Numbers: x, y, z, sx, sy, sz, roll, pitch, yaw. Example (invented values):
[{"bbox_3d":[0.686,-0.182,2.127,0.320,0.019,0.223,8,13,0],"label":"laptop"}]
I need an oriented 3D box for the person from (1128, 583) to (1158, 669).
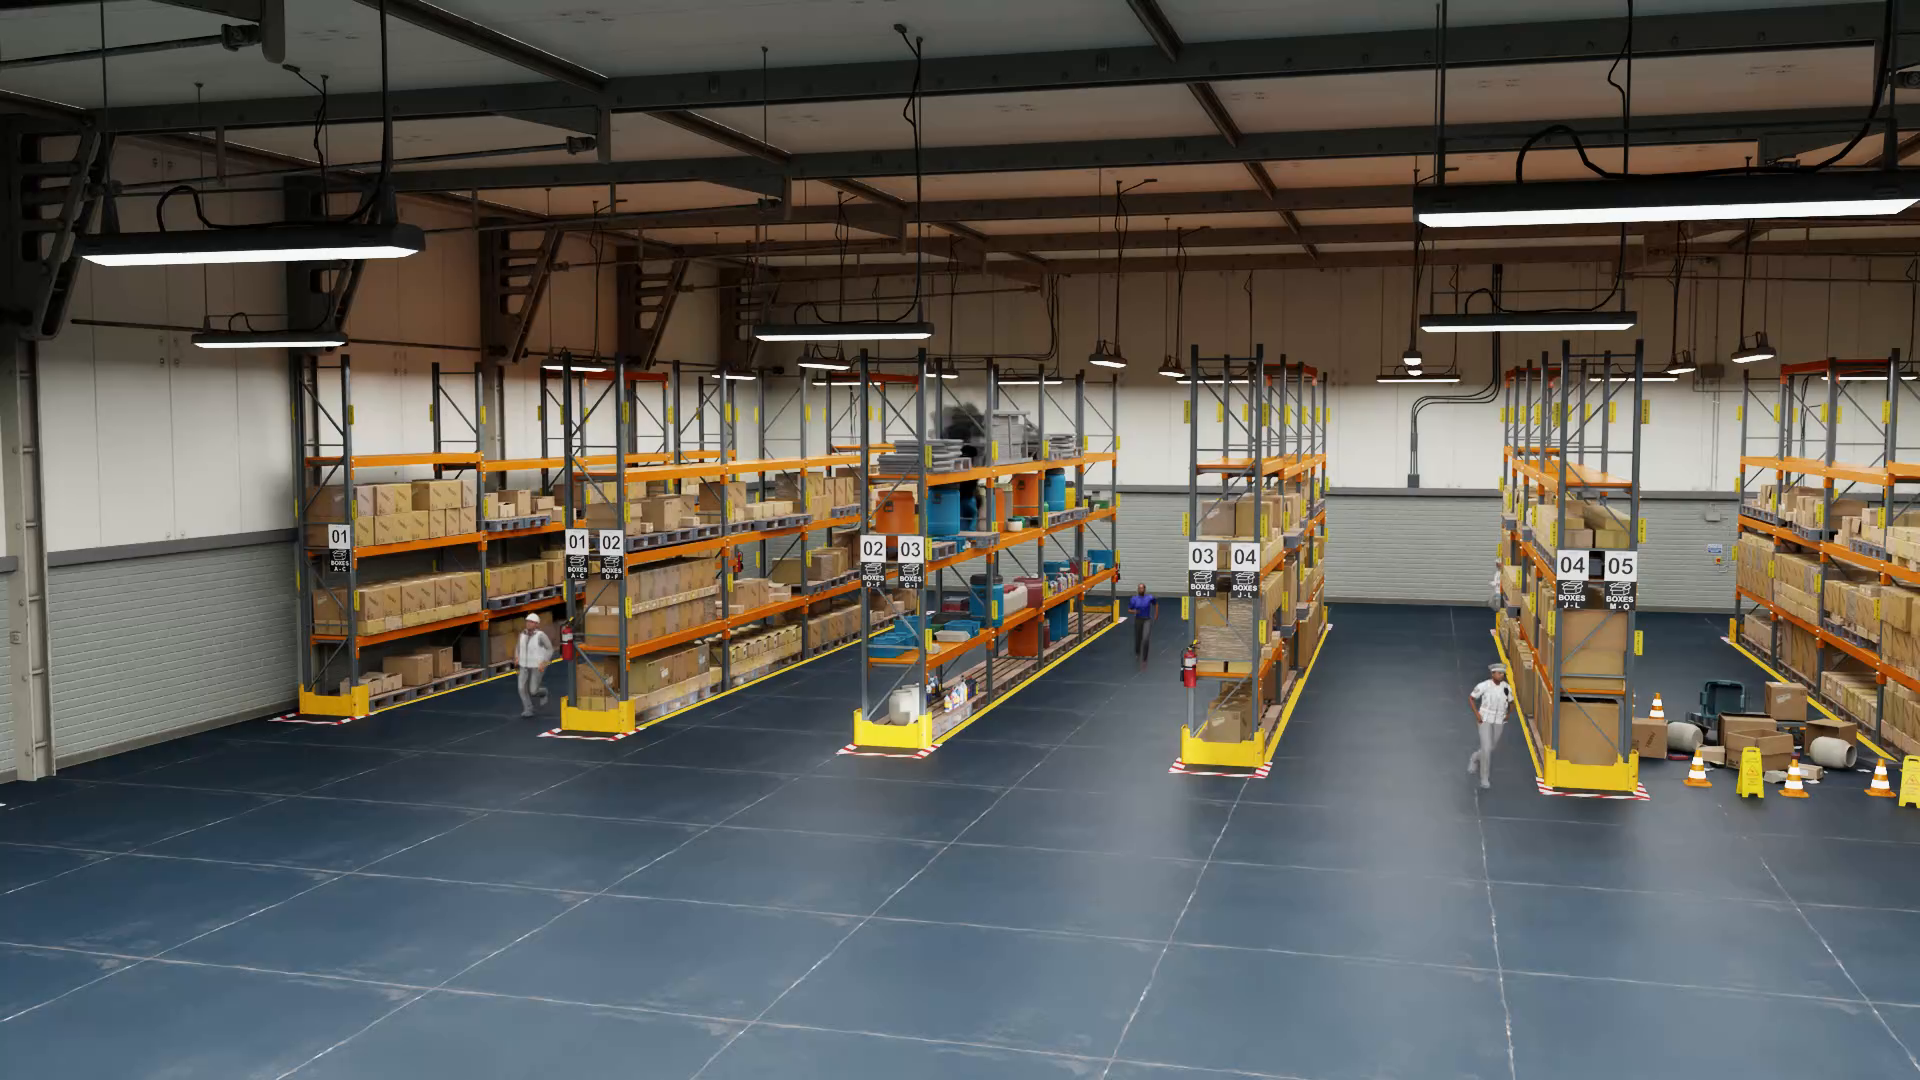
[{"bbox_3d":[3.653,1.694,33.183,0.587,1.698,0.896,1,4,11],"label":"person"}]

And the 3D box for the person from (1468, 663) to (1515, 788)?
[{"bbox_3d":[7.268,2.486,22.700,0.625,1.661,0.814,0,4,-5],"label":"person"}]

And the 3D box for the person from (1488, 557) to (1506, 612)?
[{"bbox_3d":[12.758,1.217,39.178,0.581,1.694,0.793,1,4,10],"label":"person"}]

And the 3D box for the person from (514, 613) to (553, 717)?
[{"bbox_3d":[-7.095,2.068,27.681,0.695,1.711,0.624,1,4,15],"label":"person"}]
